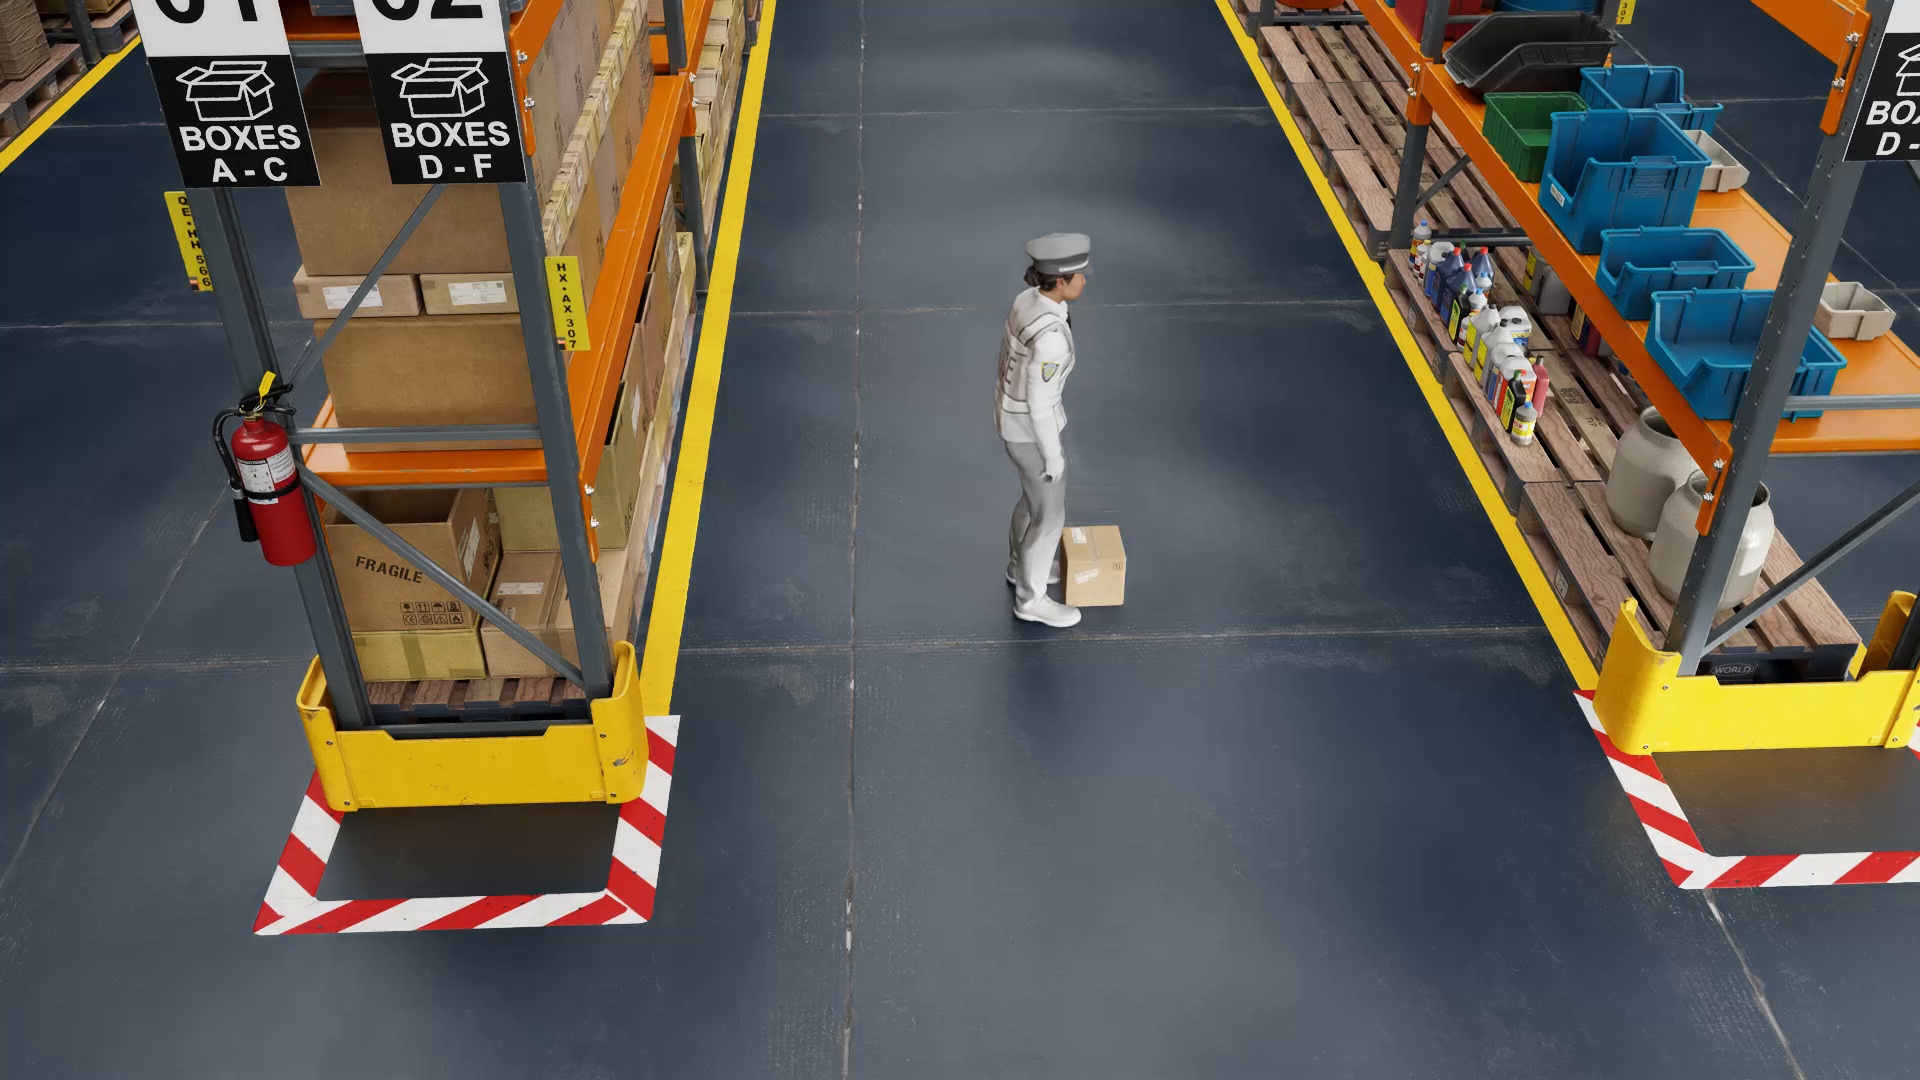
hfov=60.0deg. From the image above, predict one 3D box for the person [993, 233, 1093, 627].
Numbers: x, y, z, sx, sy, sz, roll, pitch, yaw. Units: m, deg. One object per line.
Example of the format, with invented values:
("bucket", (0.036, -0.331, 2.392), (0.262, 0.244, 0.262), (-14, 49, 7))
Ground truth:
("person", (0.328, -0.451, 6.778), (0.375, 1.662, 0.530), (-3, 36, -4))
